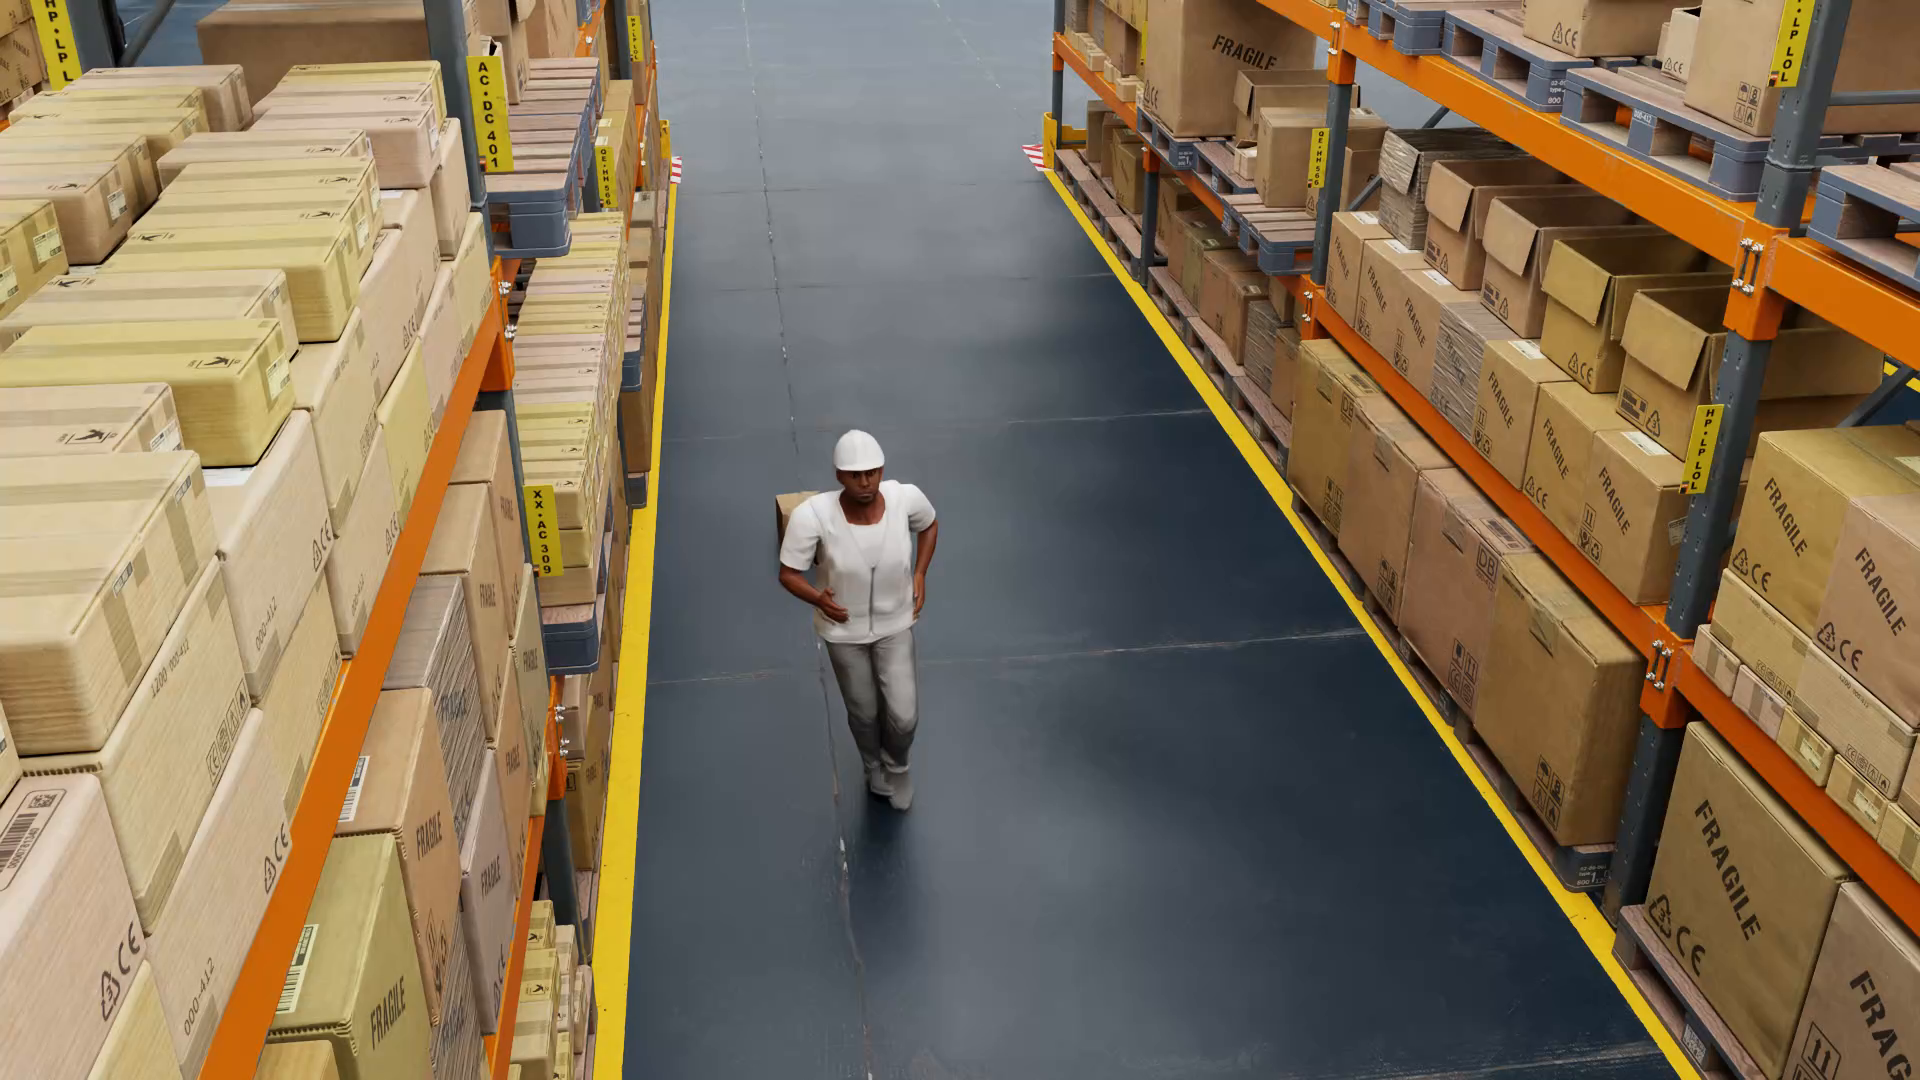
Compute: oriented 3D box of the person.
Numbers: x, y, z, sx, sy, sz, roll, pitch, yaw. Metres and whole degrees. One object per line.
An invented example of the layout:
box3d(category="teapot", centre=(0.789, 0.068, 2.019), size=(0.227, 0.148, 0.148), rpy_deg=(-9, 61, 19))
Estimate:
box3d(category="person", centre=(-0.375, 0.388, 6.865), size=(0.700, 1.773, 0.602), rpy_deg=(-6, 28, -12))
